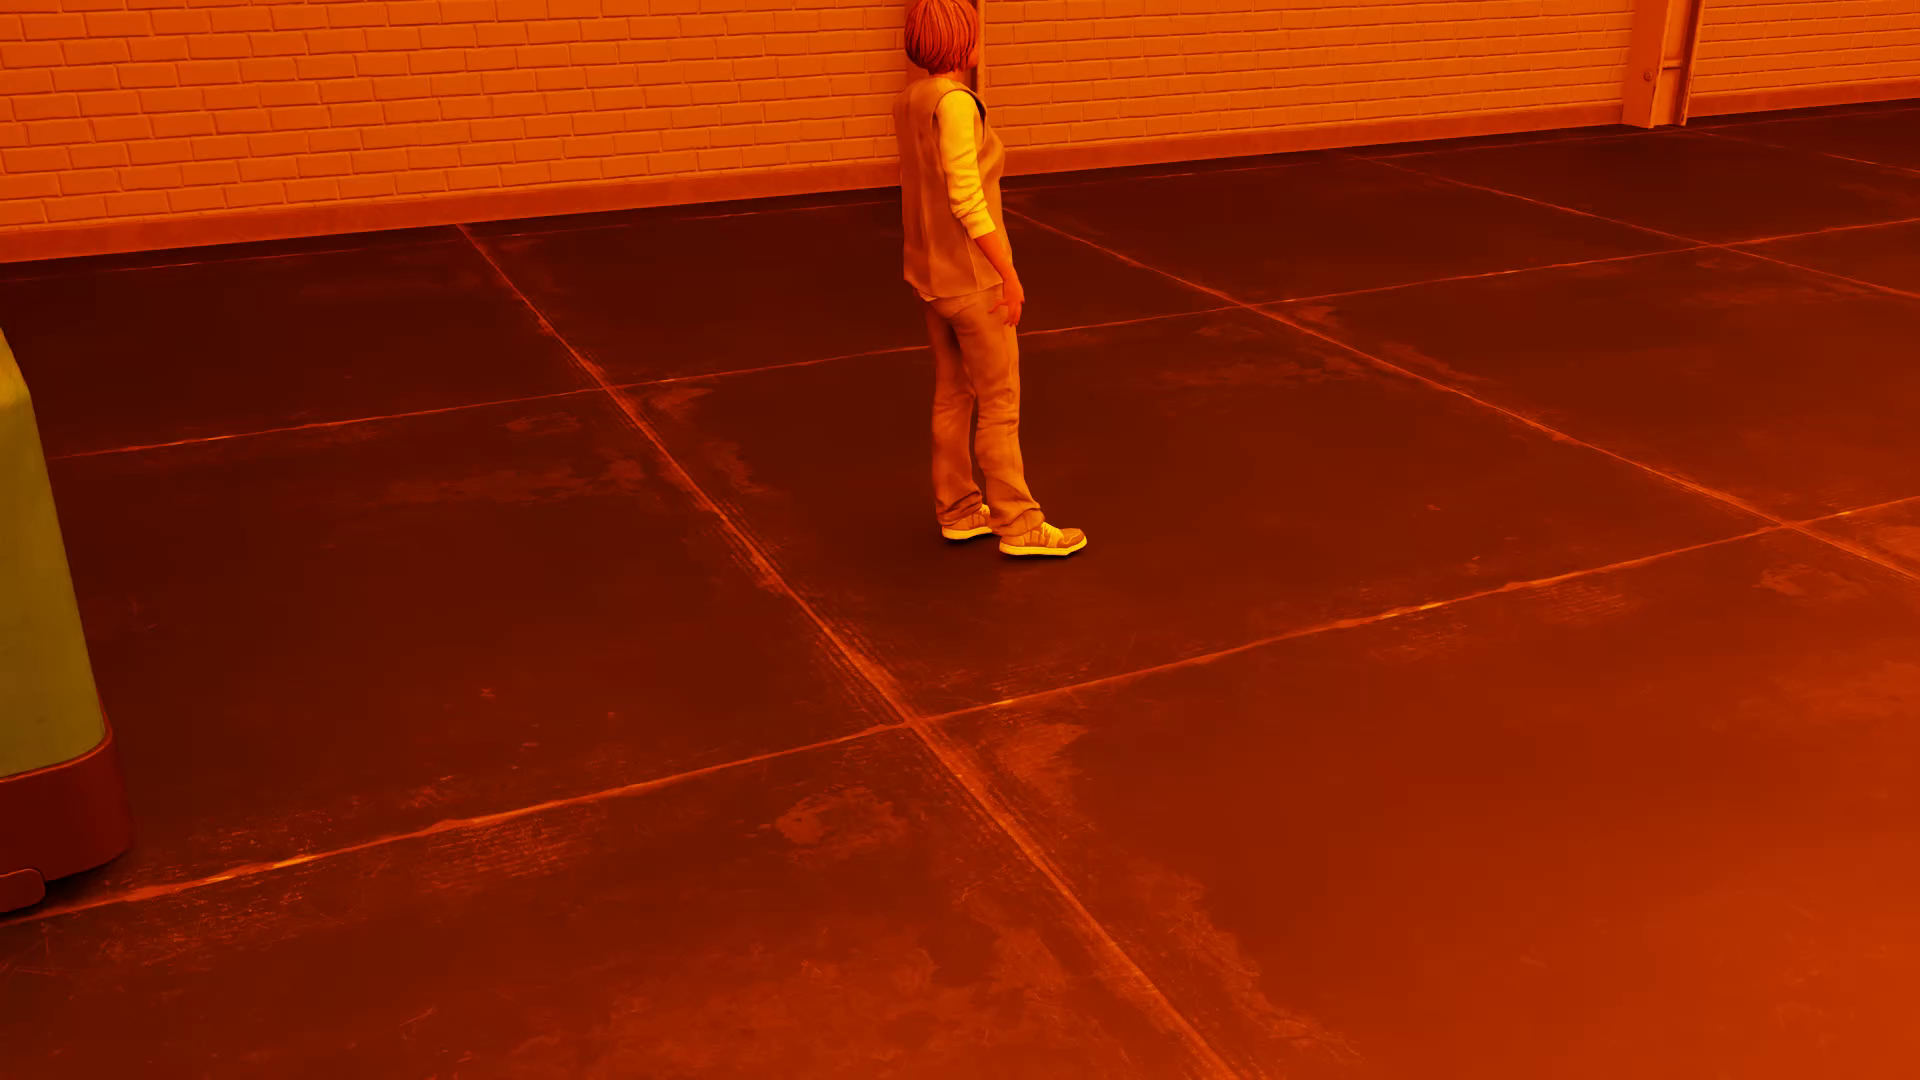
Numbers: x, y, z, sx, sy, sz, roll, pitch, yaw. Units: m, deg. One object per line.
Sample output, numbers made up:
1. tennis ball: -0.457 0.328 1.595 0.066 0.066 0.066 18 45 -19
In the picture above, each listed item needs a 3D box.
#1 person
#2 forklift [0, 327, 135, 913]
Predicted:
1. person: 0.073 -0.745 4.817 0.475 1.582 0.520 -10 25 -23
2. forklift: -3.215 -0.499 2.486 3.031 2.935 1.130 -14 26 -30
